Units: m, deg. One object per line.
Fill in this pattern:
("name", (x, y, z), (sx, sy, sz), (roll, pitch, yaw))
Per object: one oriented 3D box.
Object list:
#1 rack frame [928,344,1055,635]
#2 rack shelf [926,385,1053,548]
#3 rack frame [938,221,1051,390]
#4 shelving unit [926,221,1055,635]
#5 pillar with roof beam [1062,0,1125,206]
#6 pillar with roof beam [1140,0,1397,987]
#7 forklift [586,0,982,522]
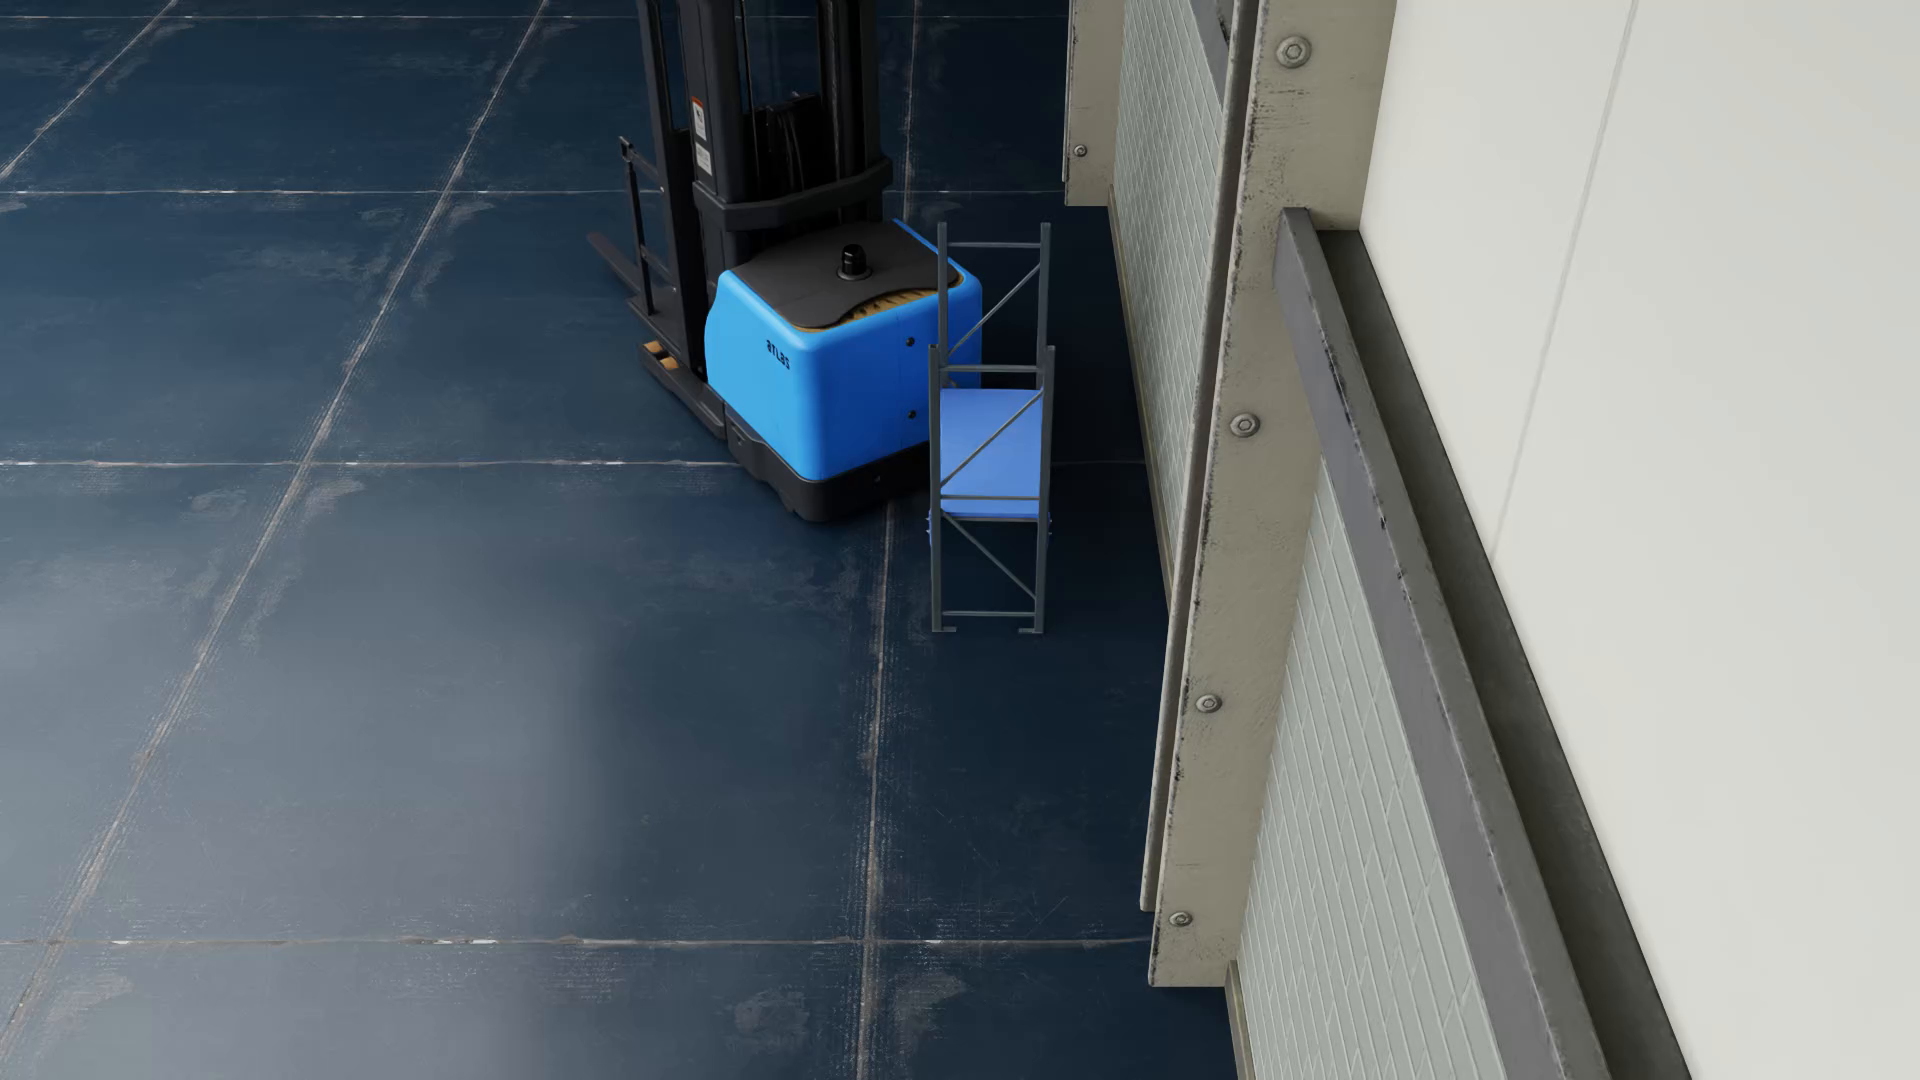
("rack frame", (0.125, -0.175, 7.014), (0.500, 1.500, 0.032), (1, 39, 1))
("rack shelf", (0.138, -0.352, 7.523), (0.538, 0.185, 1.000), (1, 39, 1))
("rack frame", (0.152, -0.810, 7.807), (0.500, 1.500, 0.032), (1, 39, 1))
("shelving unit", (0.138, -0.492, 7.411), (0.538, 1.500, 1.048), (1, 39, 1))
("pillar with roof beam", (-3.476, -5.777, 8.009), (9.100, 9.000, 0.400), (0, 39, 0))
("pillar with roof beam", (-3.469, -2.025, 3.327), (9.100, 9.000, 0.400), (0, 39, 0))
("forklift", (-1.113, -2.118, 8.294), (1.130, 2.935, 3.031), (-23, 44, -26))
